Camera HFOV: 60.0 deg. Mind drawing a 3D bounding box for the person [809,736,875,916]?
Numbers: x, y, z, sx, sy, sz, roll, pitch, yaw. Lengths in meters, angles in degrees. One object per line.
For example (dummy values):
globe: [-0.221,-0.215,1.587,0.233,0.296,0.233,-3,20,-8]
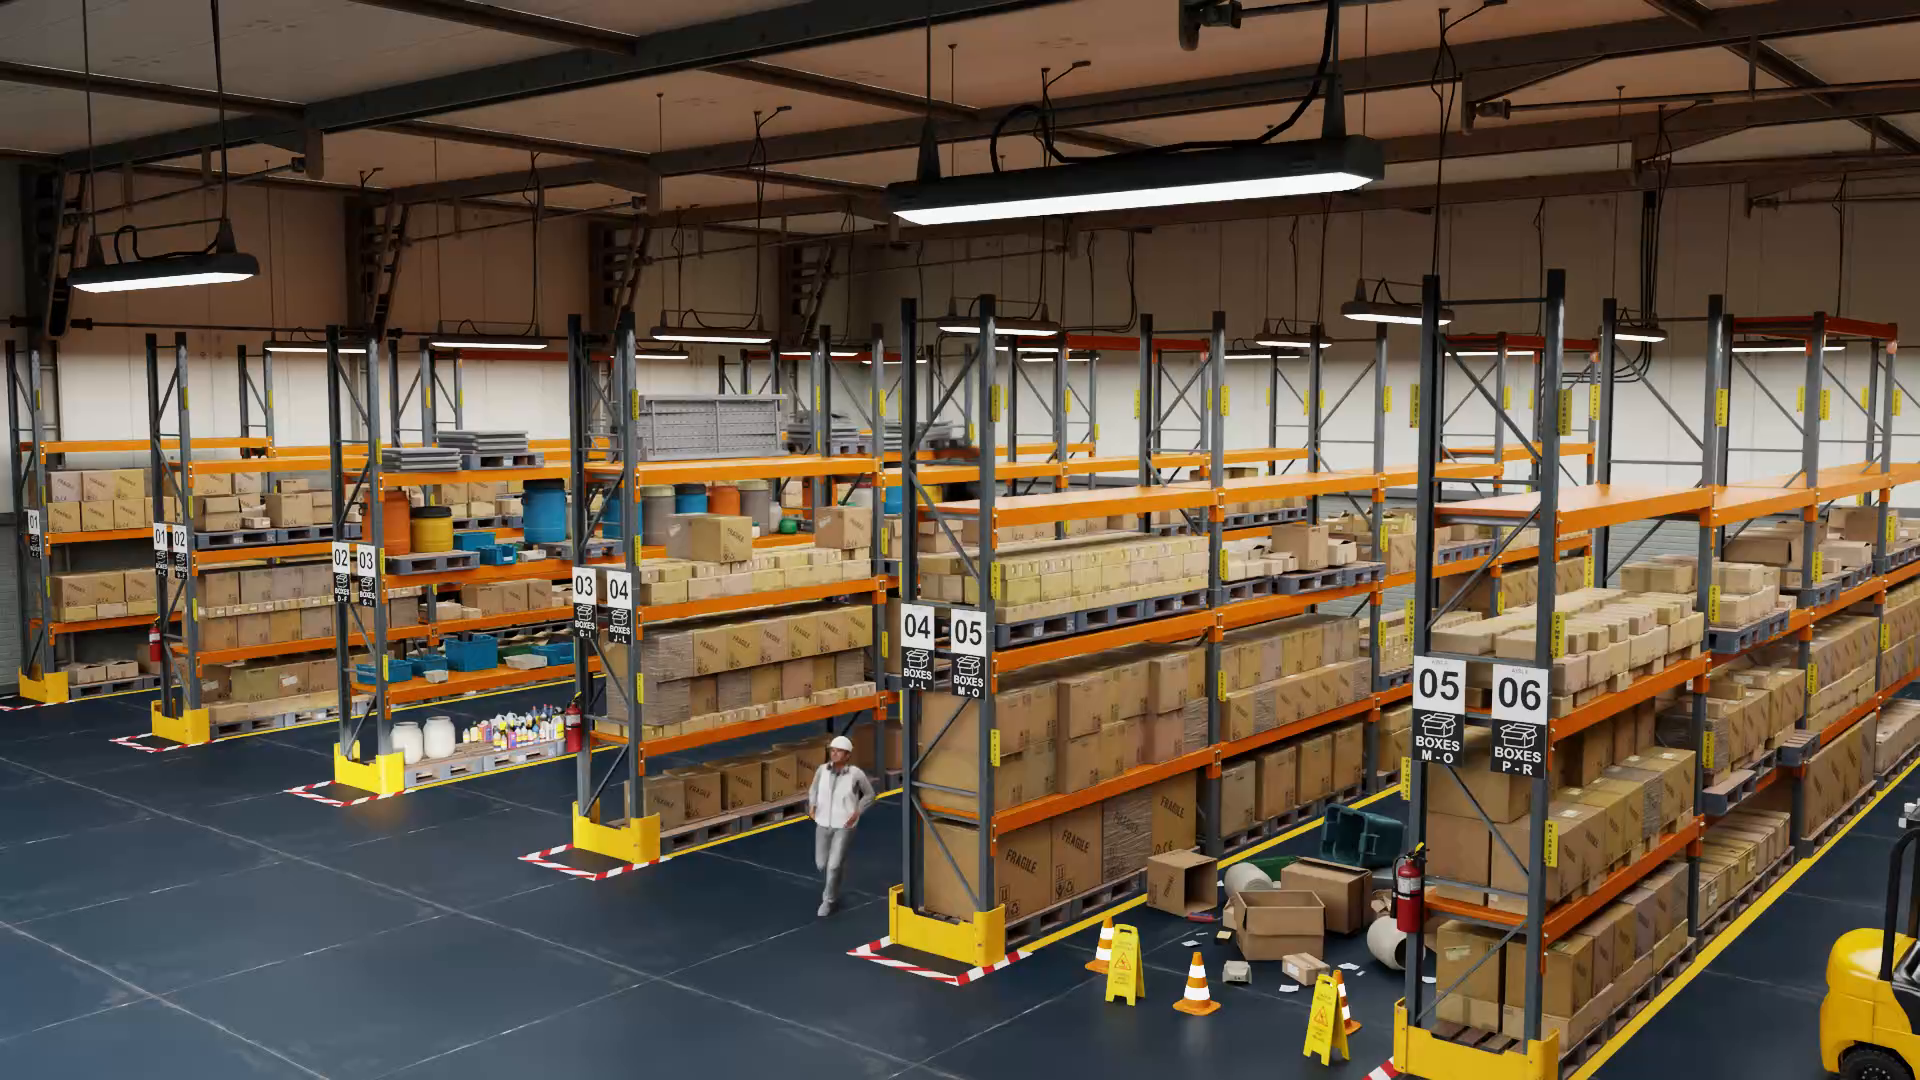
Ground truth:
person: [-1.189,2.816,16.618,0.683,1.753,0.723,2,5,19]
